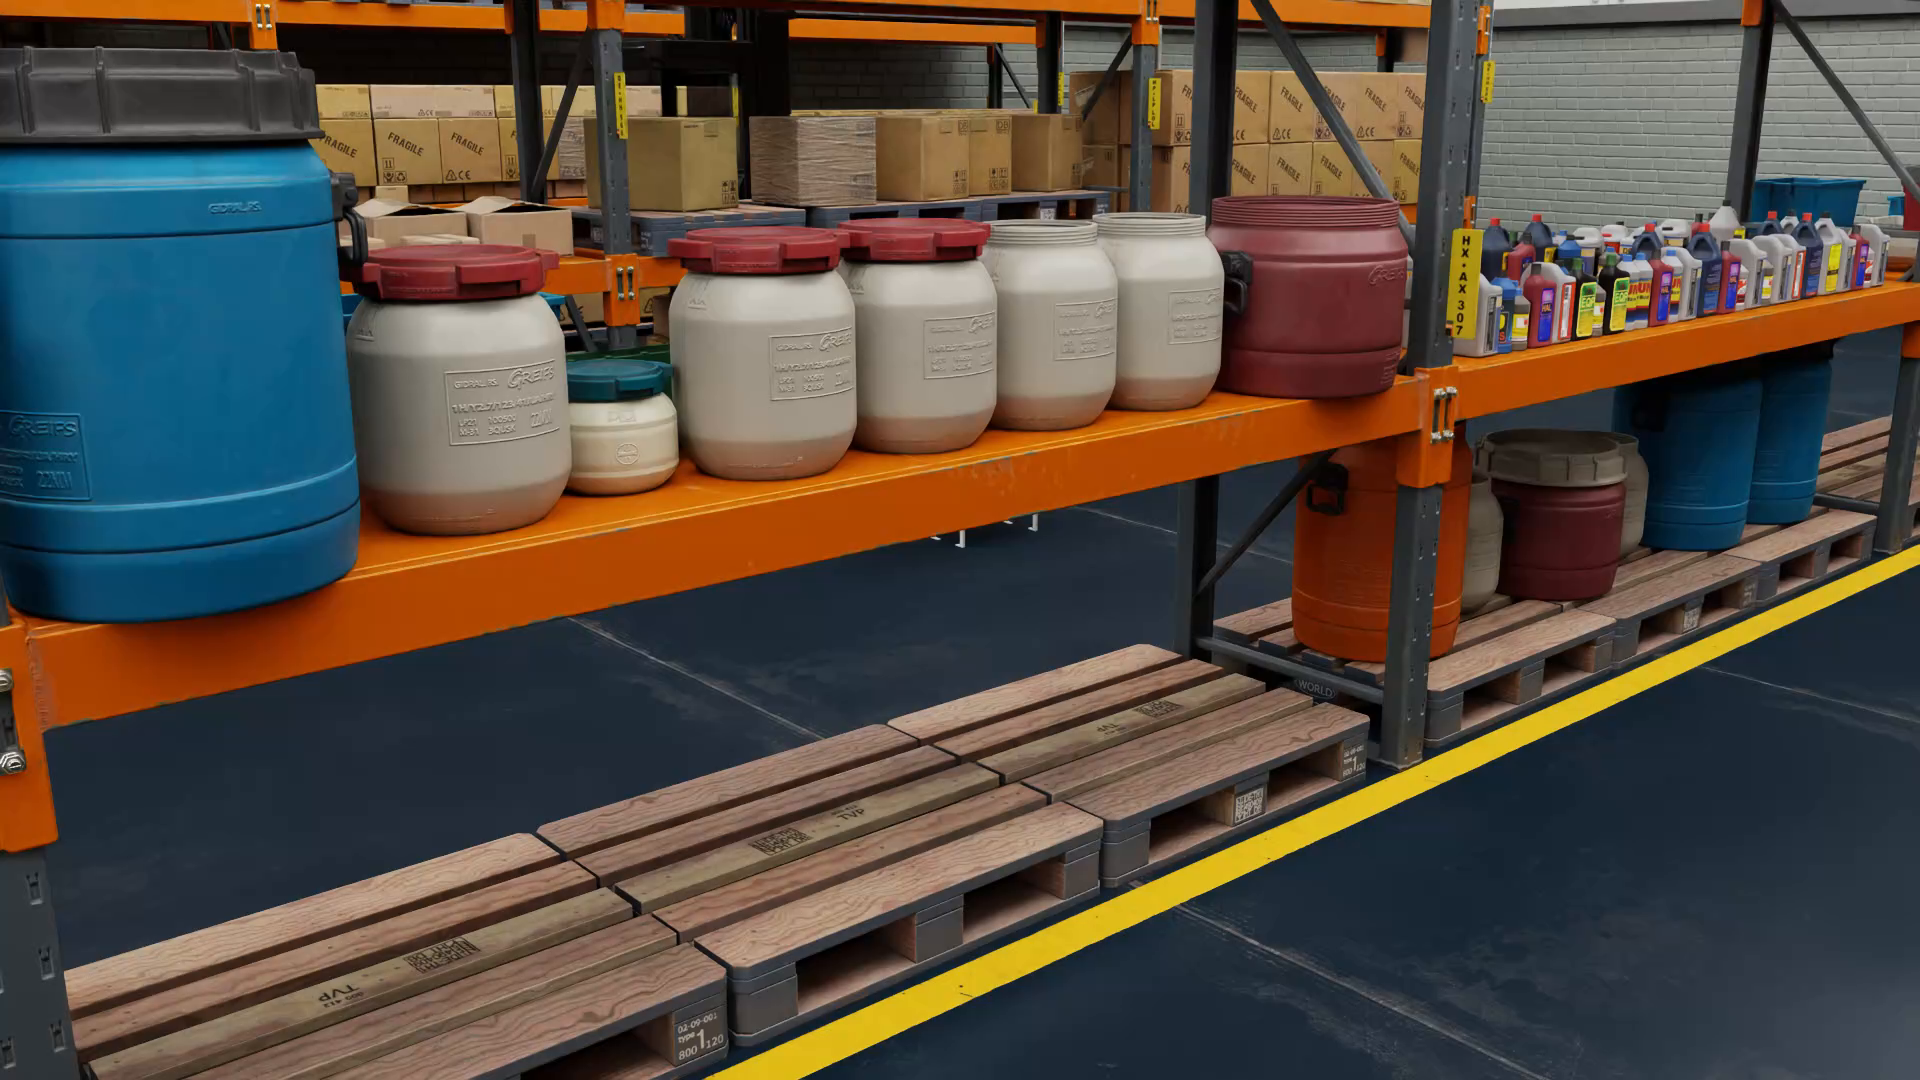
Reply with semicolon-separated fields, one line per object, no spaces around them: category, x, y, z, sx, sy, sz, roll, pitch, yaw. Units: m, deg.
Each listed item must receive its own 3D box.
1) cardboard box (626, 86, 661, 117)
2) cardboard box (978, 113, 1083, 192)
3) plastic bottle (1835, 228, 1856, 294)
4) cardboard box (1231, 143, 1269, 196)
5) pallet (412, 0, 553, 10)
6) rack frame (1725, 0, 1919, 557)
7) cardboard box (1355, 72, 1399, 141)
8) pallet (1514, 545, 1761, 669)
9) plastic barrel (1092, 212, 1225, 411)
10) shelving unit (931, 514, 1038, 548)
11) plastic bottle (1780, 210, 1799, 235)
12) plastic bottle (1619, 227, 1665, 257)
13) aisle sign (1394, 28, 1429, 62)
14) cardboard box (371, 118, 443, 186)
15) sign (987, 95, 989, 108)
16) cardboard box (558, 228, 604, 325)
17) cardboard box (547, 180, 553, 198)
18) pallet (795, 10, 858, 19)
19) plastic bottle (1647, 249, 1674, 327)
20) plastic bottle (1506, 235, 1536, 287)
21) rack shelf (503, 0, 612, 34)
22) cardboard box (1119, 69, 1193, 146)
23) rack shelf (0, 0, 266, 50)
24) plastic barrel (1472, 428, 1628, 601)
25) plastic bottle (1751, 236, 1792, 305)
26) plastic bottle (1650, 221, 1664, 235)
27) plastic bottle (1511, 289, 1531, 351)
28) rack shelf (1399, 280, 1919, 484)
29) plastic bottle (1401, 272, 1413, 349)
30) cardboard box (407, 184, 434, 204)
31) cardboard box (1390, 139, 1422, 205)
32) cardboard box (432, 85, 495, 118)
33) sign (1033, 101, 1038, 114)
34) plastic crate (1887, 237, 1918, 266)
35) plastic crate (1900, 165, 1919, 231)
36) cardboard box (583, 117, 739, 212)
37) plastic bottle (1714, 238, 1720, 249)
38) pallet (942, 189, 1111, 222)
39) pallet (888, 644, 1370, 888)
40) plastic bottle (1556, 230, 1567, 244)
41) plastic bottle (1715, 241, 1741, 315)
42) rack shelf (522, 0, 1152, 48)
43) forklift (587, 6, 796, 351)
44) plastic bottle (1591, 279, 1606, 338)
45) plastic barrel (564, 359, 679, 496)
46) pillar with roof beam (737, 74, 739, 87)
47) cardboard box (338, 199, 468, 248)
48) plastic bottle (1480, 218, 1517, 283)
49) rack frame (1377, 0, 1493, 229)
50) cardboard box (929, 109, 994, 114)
cardboard box;-2.910;-3.755;14.235;0.500;0.250;0.500;-12;19;-38
cardboard box;0.416;-2.656;11.373;0.700;0.500;0.500;8;17;28
plastic bottle;3.809;-1.225;7.263;0.135;0.276;0.152;-13;19;-39
cardboard box;1.868;-2.610;12.016;0.500;0.500;0.500;-12;19;-38
pallet;-4.059;-4.395;13.444;1.213;0.211;1.003;-12;19;-37
rack frame;4.169;-1.476;7.965;0.127;3.000;1.000;-13;19;-39
cardboard box;3.014;-3.347;12.836;0.500;0.500;0.500;-12;19;-38
pallet;2.639;0.201;7.088;1.213;0.211;1.003;-13;19;-39
plastic barrel;0.516;-0.637;4.605;0.421;0.512;0.421;0;15;0
shelving unit;0.125;-0.608;8.200;0.503;1.200;0.258;-13;19;-39
plastic bottle;3.596;-1.261;7.255;0.185;0.351;0.144;-13;19;-39
plastic bottle;2.971;-1.226;7.267;0.135;0.276;0.152;-13;19;-39
aisle sign;3.797;-4.444;14.036;0.004;0.787;0.394;-13;19;-39
cardboard box;-4.416;-3.049;13.041;0.500;0.500;0.500;-12;19;-38
sign;0.324;-4.648;18.008;0.005;0.325;0.100;-13;19;-39
cardboard box;-3.408;-2.283;14.336;0.750;0.750;0.750;-12;19;-38
cardboard box;-3.598;-2.932;13.860;0.250;0.149;0.380;-12;19;-38
pallet;-1.710;-4.948;15.321;1.213;0.211;1.003;-13;19;-39
plastic bottle;2.592;-0.940;6.181;0.133;0.283;0.061;-13;19;-39
plastic bottle;2.273;-1.091;6.747;0.133;0.283;0.061;-13;19;-39
rack shelf;-3.606;-2.527;7.478;4.000;0.370;1.077;-13;19;-39
cardboard box;1.461;-2.998;11.529;0.500;0.500;0.500;-12;19;-38
rack shelf;-6.860;-3.490;11.086;4.000;0.370;1.077;-13;19;-39
plastic barrel;2.362;-0.114;6.724;0.708;0.588;0.600;-13;19;-39
plastic bottle;3.327;-1.117;6.858;0.135;0.276;0.152;-13;19;-39
plastic bottle;3.189;-1.334;7.680;0.097;0.271;0.097;0;15;0
plastic bottle;1.869;-0.744;5.608;0.097;0.201;0.097;0;15;0
rack shelf;2.661;-0.790;6.789;4.000;0.370;1.077;-13;19;-39
plastic bottle;1.591;-0.779;5.594;0.135;0.276;0.152;-13;19;-39
cardboard box;-4.391;-2.763;13.228;0.250;0.149;0.380;-13;20;-40
cardboard box;3.390;-2.950;13.287;0.500;0.500;0.500;-12;19;-39
cardboard box;-4.060;-3.495;13.259;0.500;0.250;0.500;-12;19;-39
sign;0.559;-2.964;11.856;0.005;0.325;0.100;-13;19;-39
plastic crate;4.614;-1.429;8.182;0.243;0.136;0.396;-13;19;-39
plastic crate;5.008;-1.639;8.332;0.583;0.464;0.402;-13;19;-39
cardboard box;-1.696;-2.144;9.455;0.700;0.500;0.500;8;17;28
plastic bottle;3.056;-1.096;6.791;0.097;0.271;0.097;0;15;0
pallet;0.246;-2.234;11.175;1.213;0.211;1.003;-13;19;-39
pallet;0.542;0.672;5.325;1.213;0.211;1.003;-13;19;-39
plastic bottle;2.591;-1.200;7.177;0.097;0.271;0.097;0;15;0
plastic bottle;3.007;-1.033;6.530;0.133;0.283;0.061;-13;19;-39
rack shelf;-0.588;-3.204;10.015;4.000;0.370;1.077;-13;19;-39
forklift;-2.025;-2.537;12.067;3.031;2.935;1.130;-13;20;-40
plastic bottle;2.246;-0.828;5.924;0.097;0.201;0.097;0;15;0
plastic barrel;-0.767;-0.249;3.636;0.301;0.262;0.301;0;15;0
pillar with roof beam;0.452;-5.752;12.348;0.400;9.000;9.100;-13;19;-39
cardboard box;-2.899;-1.607;8.626;0.500;0.311;0.500;-13;20;-40
plastic bottle;2.187;-1.139;6.797;0.185;0.351;0.144;-13;19;-39
rack frame;3.938;-3.119;14.114;0.127;3.000;1.000;-13;19;-39
cardboard box;-0.236;-4.014;16.883;0.700;0.700;0.980;-13;20;-40
